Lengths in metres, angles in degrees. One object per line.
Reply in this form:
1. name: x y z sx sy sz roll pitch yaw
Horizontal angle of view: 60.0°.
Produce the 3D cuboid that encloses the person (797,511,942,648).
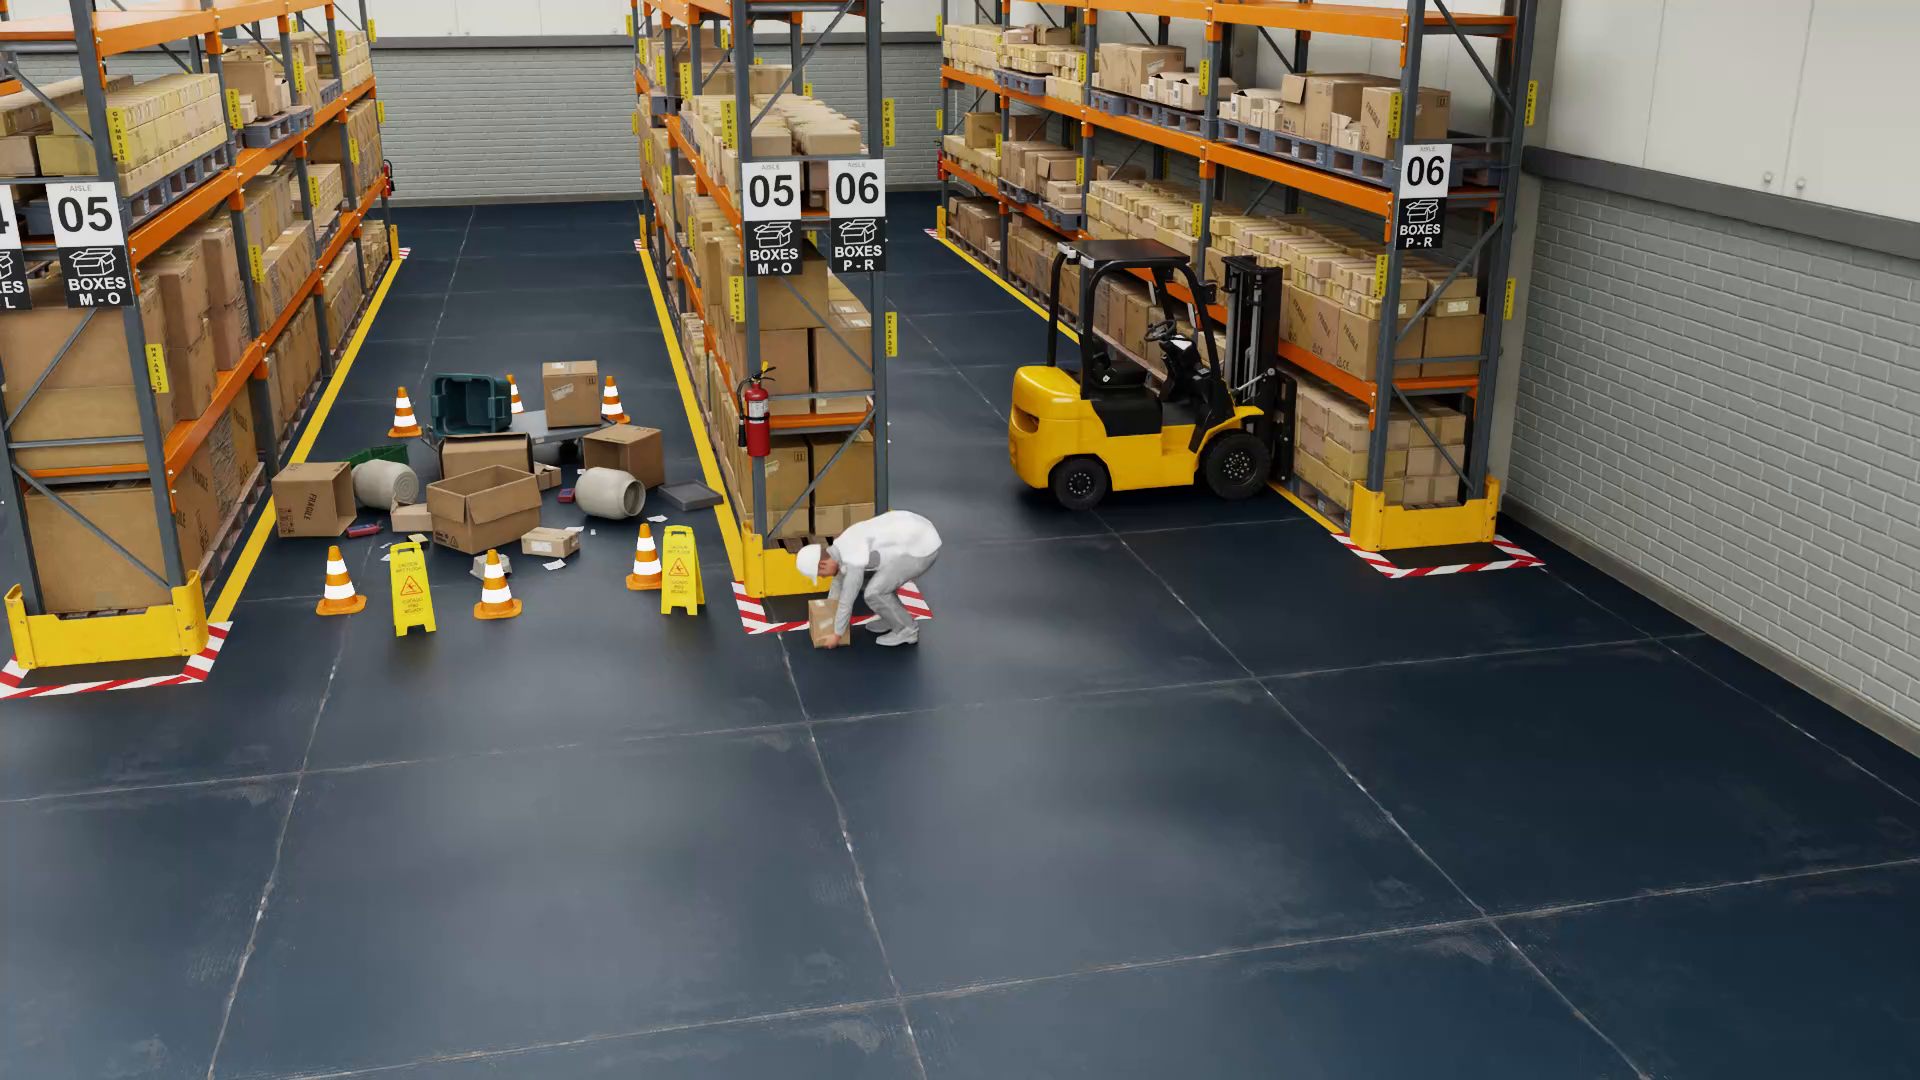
1. person: -0.632 0.267 11.582 1.000 0.915 0.511 -4 20 -10
